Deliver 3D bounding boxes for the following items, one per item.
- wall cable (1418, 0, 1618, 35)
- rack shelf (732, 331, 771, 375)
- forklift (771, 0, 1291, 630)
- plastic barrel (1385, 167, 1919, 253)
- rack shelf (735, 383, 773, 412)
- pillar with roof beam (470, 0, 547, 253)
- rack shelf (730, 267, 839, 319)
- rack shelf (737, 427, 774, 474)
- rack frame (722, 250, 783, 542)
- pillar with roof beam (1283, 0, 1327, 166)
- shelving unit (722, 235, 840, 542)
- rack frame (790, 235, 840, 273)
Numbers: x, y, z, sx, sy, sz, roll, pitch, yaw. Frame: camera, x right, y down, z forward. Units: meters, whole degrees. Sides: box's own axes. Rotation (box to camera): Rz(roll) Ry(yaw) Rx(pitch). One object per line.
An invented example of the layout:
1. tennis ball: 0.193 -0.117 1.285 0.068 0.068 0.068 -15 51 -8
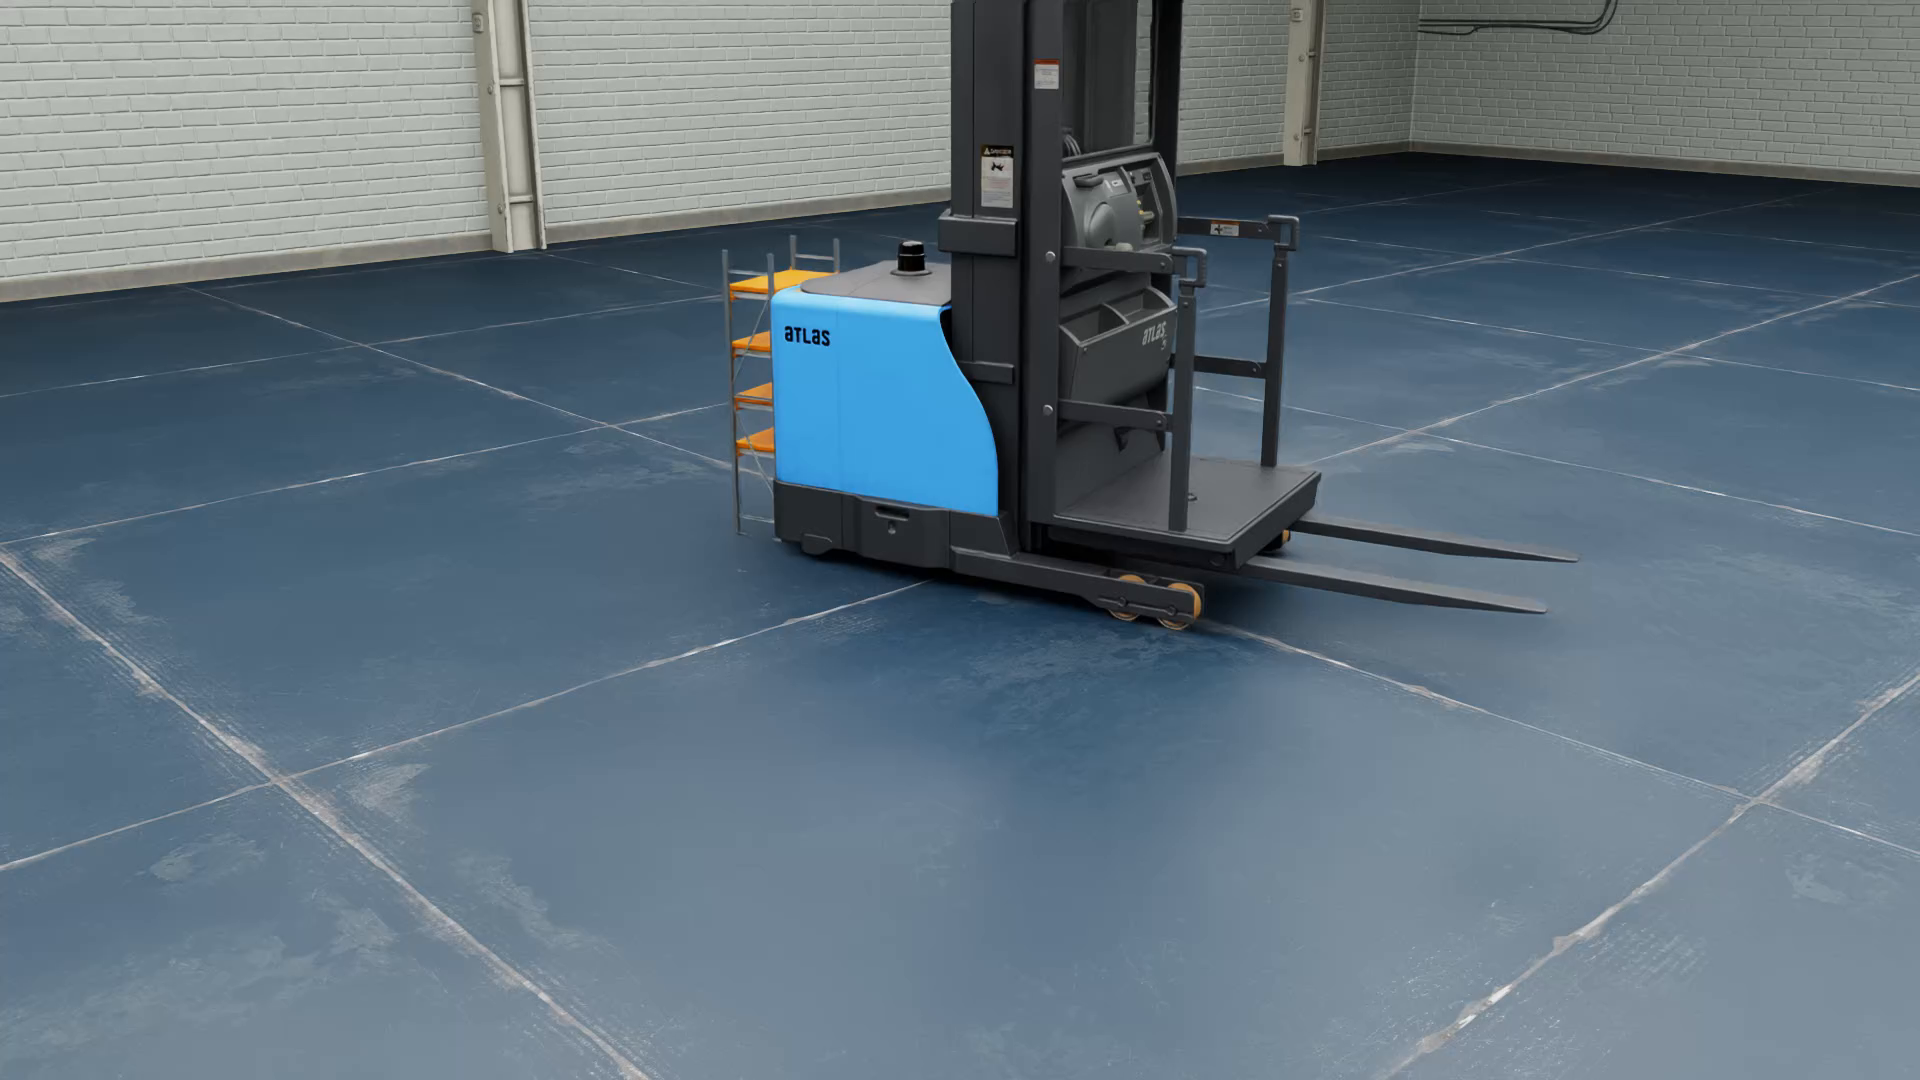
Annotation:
1. wall cable: 7.745 -8.333 23.129 0.112 2.526 3.097 -16 24 -41
2. rack shelf: -0.733 -0.796 6.987 0.258 0.148 0.480 9 20 27
3. forklift: 0.302 -1.309 6.372 1.939 2.867 1.129 10 20 27
4. plastic barrel: 1.336 -0.769 3.357 38.471 3.701 17.930 -16 24 -41
5. rack shelf: -0.733 -0.620 7.044 0.221 0.050 0.457 9 20 27
6. pillar with roof beam: -1.066 -5.974 10.821 0.400 9.000 9.100 -16 24 -41
7. rack shelf: -0.733 -1.021 6.914 0.258 0.148 0.480 9 20 27
8. rack shelf: -0.733 -0.394 7.118 0.258 0.148 0.480 9 20 27
9. rack frame: -0.849 -0.581 6.831 0.240 1.200 0.015 9 20 27
10. pillar with roof beam: 7.653 -8.517 18.663 0.400 9.000 9.100 -16 24 -41
11. shelving unit: -0.733 -0.647 7.036 0.258 1.200 0.503 9 20 27
12. rack frame: -0.617 -0.713 7.240 0.240 1.200 0.015 9 20 27
